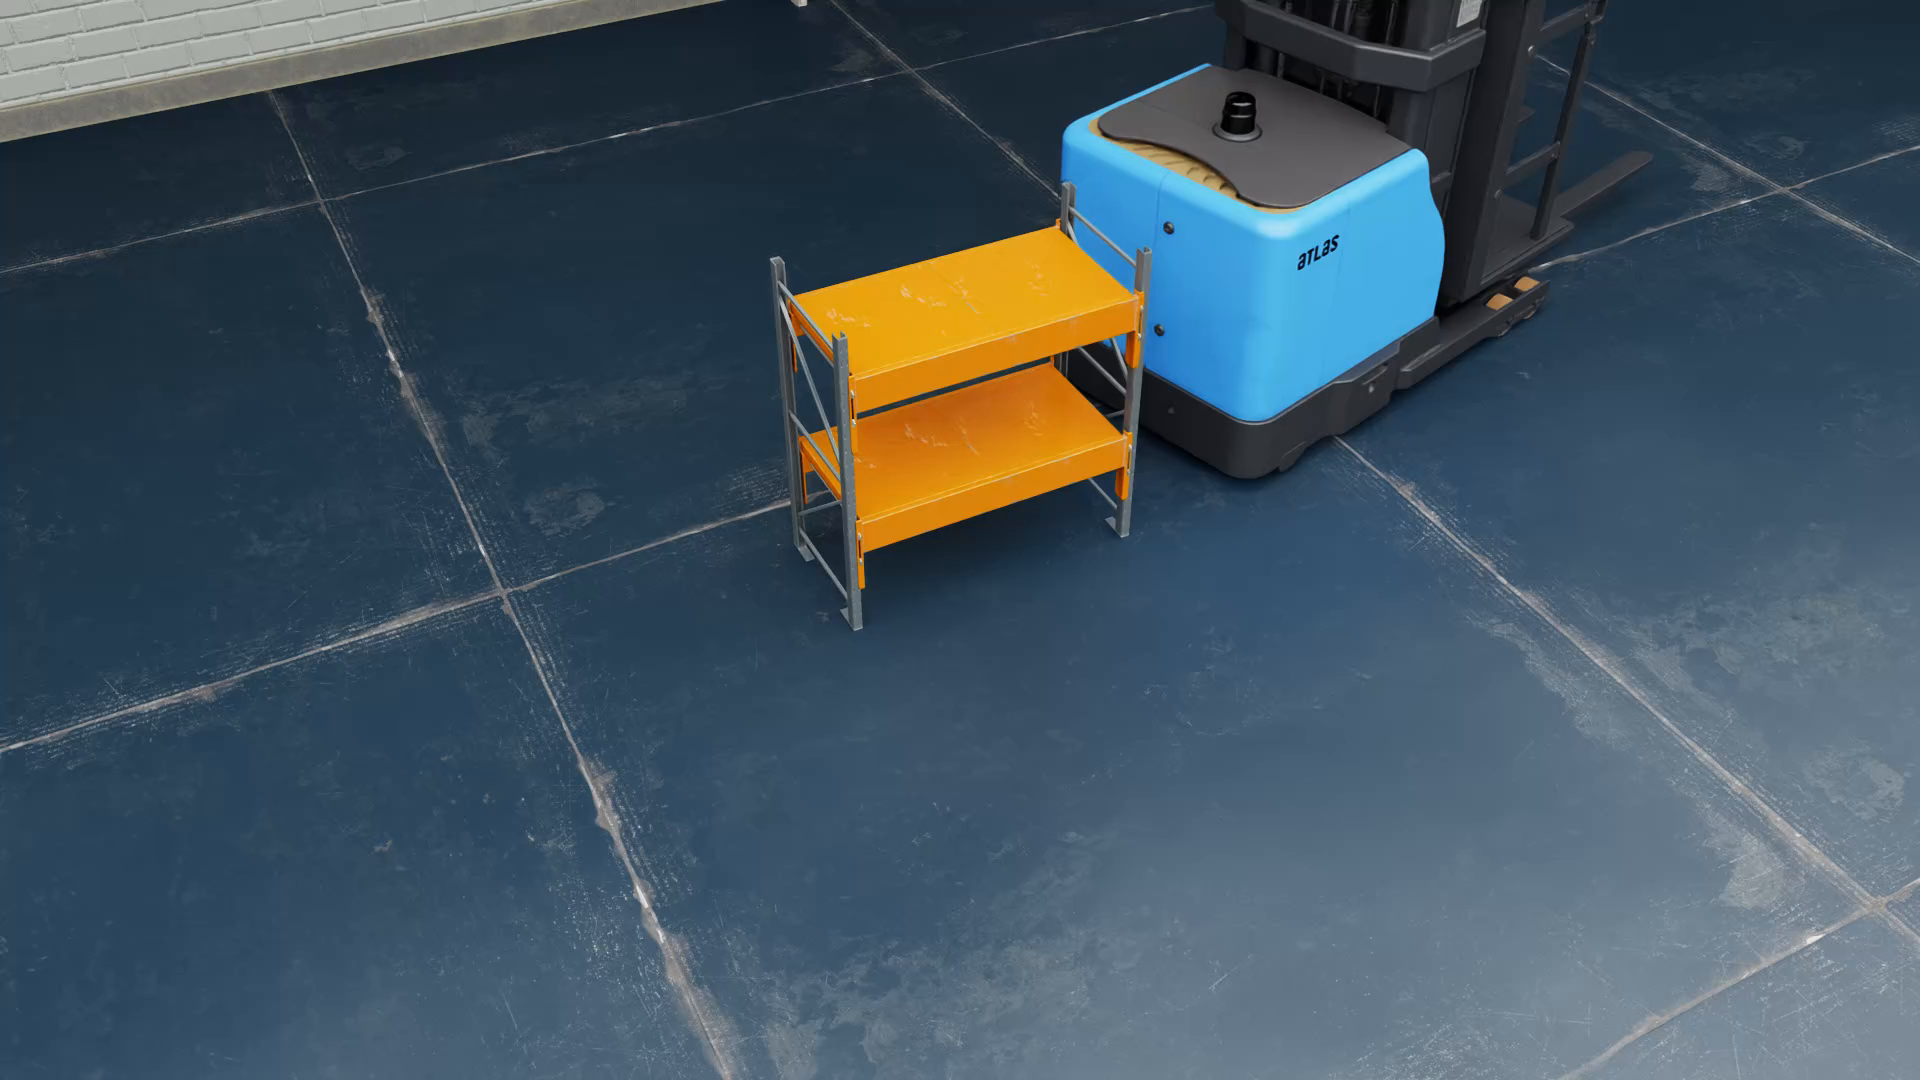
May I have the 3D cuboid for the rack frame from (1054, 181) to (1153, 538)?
[{"bbox_3d":[0.457,-0.583,5.568,0.032,1.125,0.500,-19,44,-21],"label":"rack frame"}]

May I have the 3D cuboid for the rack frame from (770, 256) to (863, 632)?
[{"bbox_3d":[-0.445,-0.280,5.210,0.032,1.125,0.500,-19,44,-21],"label":"rack frame"}]

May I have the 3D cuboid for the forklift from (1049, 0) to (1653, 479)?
[{"bbox_3d":[1.767,-2.165,6.039,3.031,2.935,1.130,-31,49,-31],"label":"forklift"}]

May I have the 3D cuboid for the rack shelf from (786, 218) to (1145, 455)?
[{"bbox_3d":[0.006,-0.655,5.200,1.000,0.278,0.538,-19,44,-21],"label":"rack shelf"}]

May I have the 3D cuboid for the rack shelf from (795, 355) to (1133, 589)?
[{"bbox_3d":[0.006,-0.245,5.547,1.000,0.278,0.538,-19,44,-21],"label":"rack shelf"}]

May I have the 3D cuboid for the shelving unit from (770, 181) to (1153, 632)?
[{"bbox_3d":[0.006,-0.431,5.389,1.048,1.125,0.538,-19,44,-21],"label":"shelving unit"}]
